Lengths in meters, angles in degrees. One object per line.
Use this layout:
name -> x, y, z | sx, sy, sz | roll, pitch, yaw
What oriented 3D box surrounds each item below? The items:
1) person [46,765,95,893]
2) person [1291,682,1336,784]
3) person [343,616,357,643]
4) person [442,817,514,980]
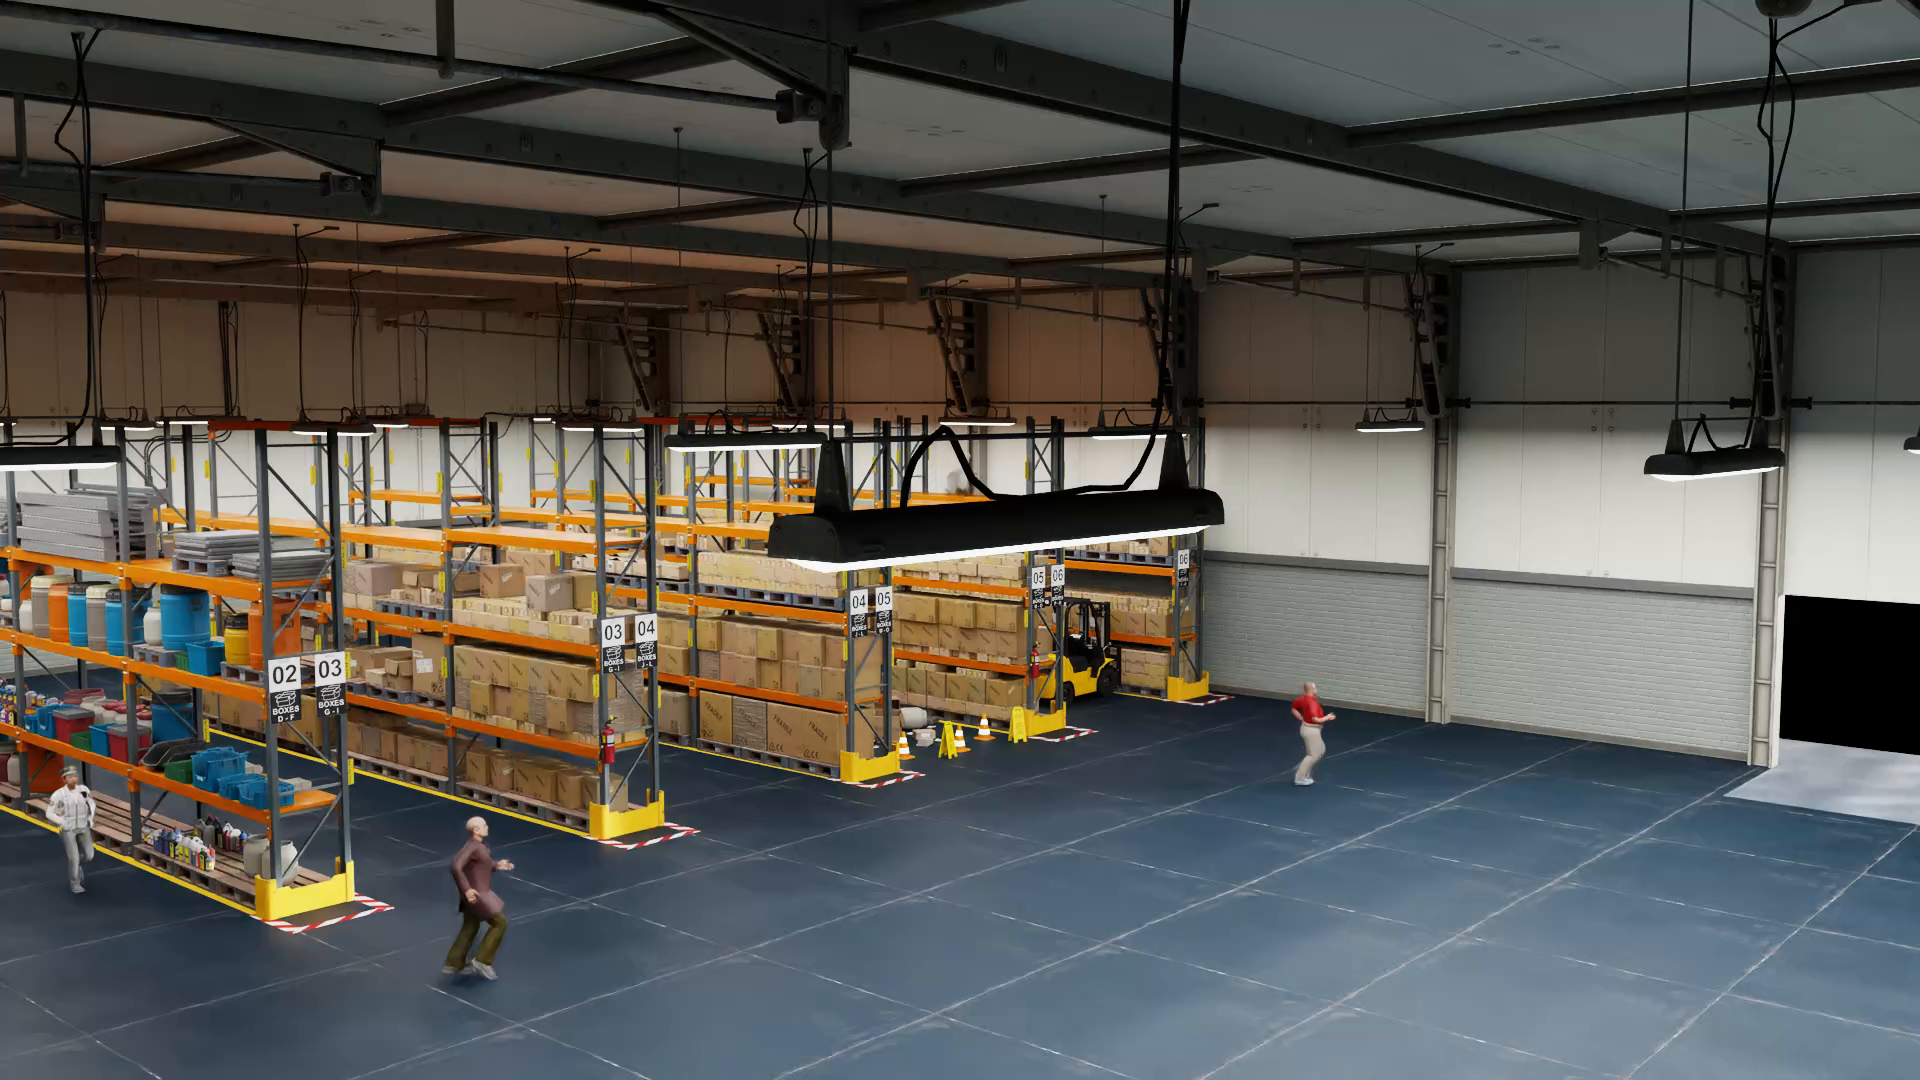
person -> -11.438, 3.721, 21.473 | 0.541, 1.648, 0.612 | 4, 6, 43
person -> 5.851, 3.205, 27.487 | 0.660, 1.740, 0.644 | 0, 5, -5
person -> -13.460, 2.437, 36.202 | 0.866, 1.816, 0.670 | 4, 6, 40
person -> -5.301, 3.941, 18.292 | 0.808, 1.823, 0.693 | -2, 5, -24
